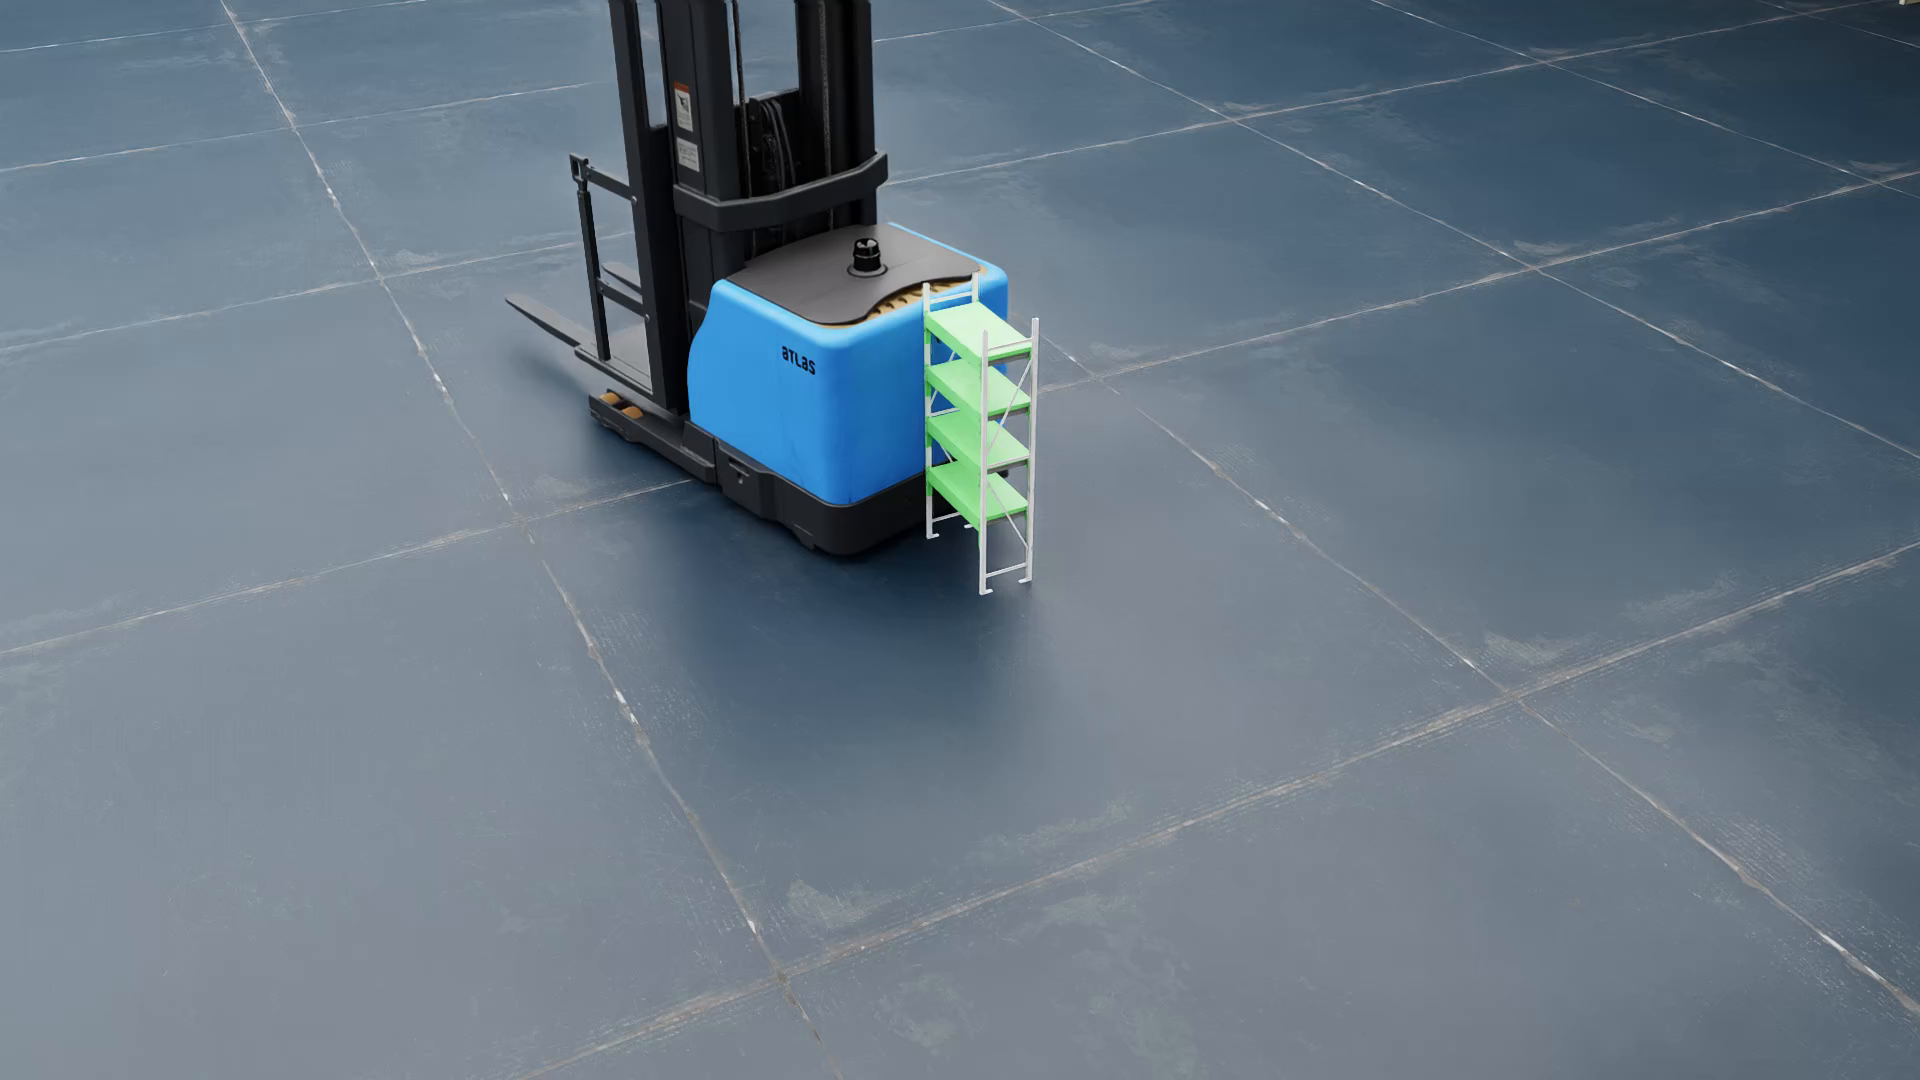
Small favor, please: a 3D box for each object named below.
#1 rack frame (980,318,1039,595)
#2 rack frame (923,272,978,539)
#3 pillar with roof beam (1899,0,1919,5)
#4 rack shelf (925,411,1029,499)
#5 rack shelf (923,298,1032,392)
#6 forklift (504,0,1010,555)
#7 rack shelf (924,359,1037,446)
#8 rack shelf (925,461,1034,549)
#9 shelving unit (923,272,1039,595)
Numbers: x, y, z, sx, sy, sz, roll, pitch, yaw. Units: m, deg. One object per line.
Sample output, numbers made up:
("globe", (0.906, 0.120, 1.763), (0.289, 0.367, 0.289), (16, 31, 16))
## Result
("rack frame", (0.191, -0.310, 6.621), (0.240, 1.200, 0.015), (-16, 36, -23))
("rack frame", (-0.037, -0.543, 6.985), (0.240, 1.200, 0.015), (-16, 36, -23))
("pillar with roof beam", (4.510, -7.531, 10.664), (9.100, 9.000, 0.400), (-16, 36, -23))
("rack shelf", (0.077, -0.372, 6.837), (0.258, 0.148, 0.480), (-16, 36, -23))
("rack shelf", (0.077, -0.777, 6.579), (0.258, 0.148, 0.480), (-16, 36, -23))
("forklift", (-1.153, -1.875, 7.460), (1.130, 2.935, 3.031), (-27, 41, -35))
("rack shelf", (0.077, -0.574, 6.708), (0.258, 0.148, 0.480), (-16, 36, -23))
("rack shelf", (0.077, -0.170, 6.967), (0.258, 0.148, 0.480), (-16, 36, -23))
("shelving unit", (0.077, -0.426, 6.803), (0.258, 1.200, 0.503), (-16, 36, -23))
